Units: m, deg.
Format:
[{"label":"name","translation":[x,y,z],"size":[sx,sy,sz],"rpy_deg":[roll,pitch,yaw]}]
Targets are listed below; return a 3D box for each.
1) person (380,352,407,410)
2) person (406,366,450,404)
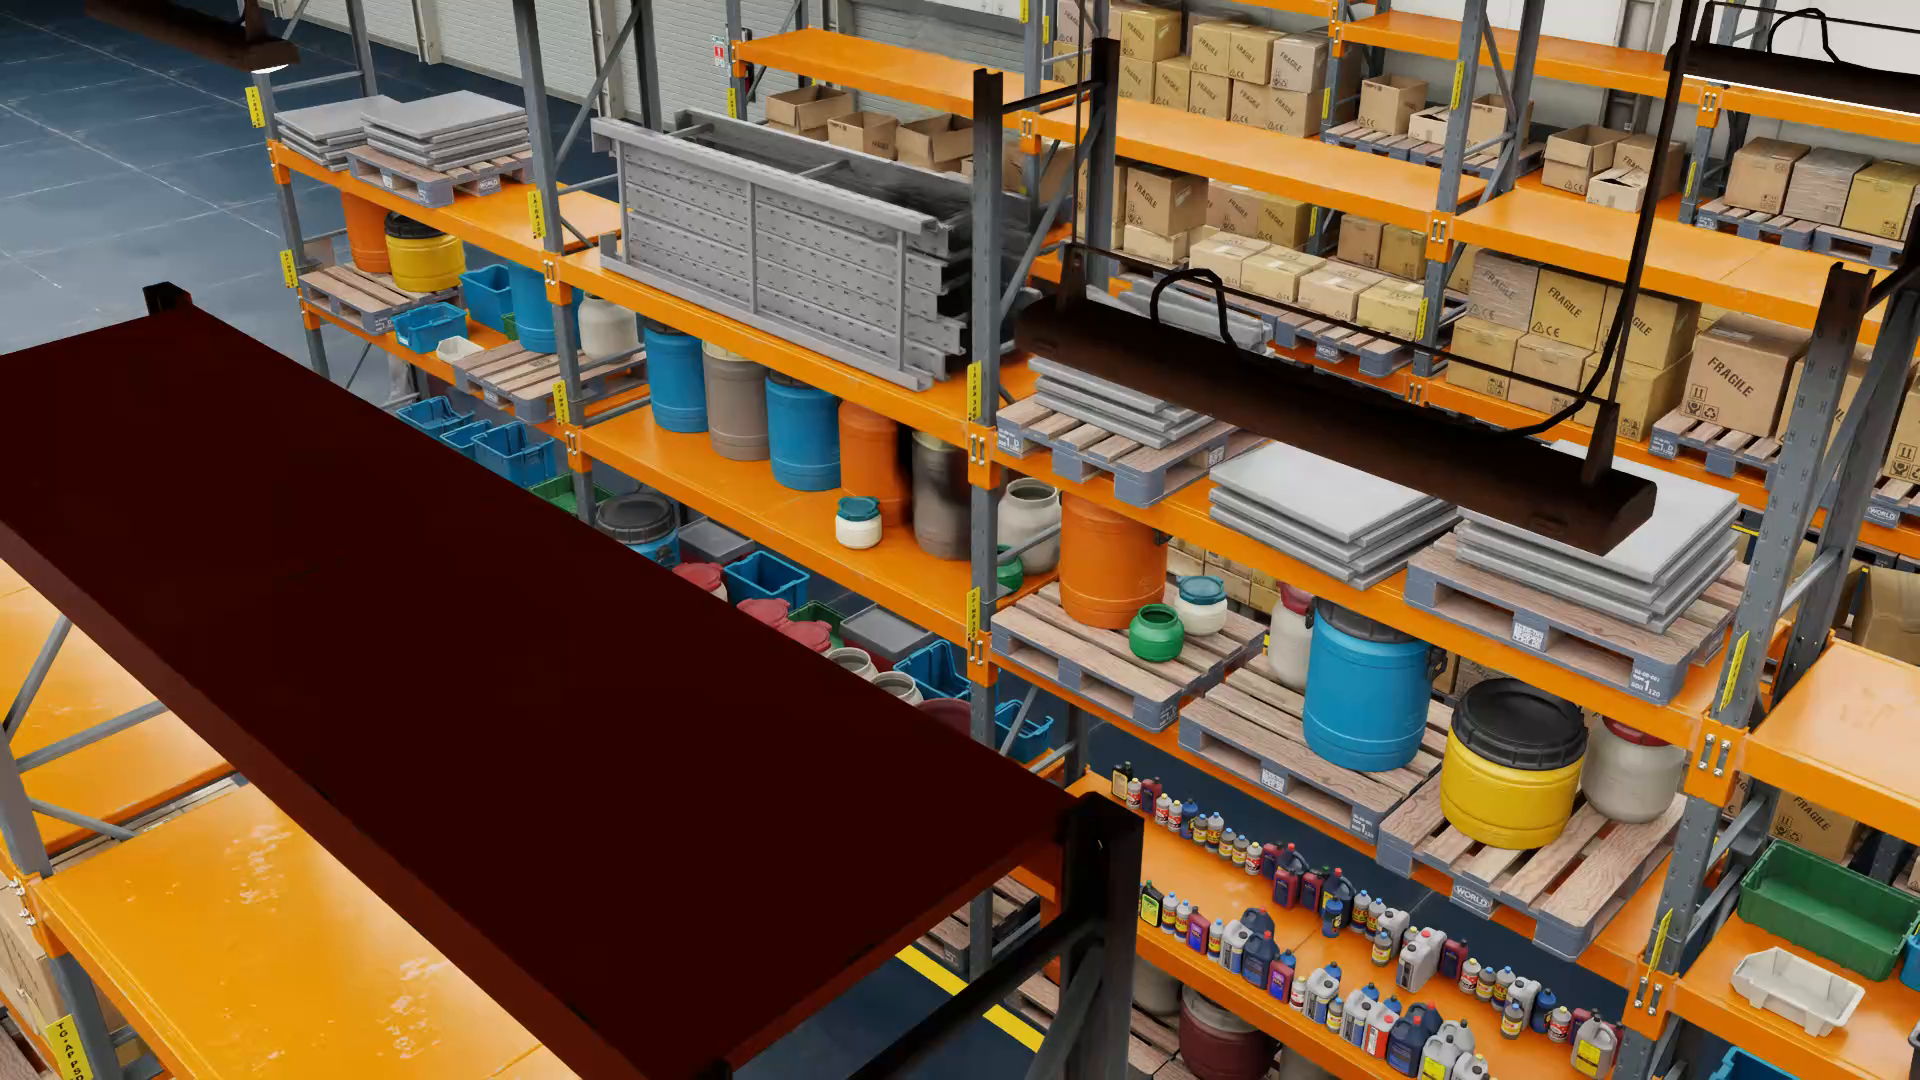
[{"label":"person","translation":[-6.159,-2.388,18.674],"size":[0.983,1.814,0.672],"rpy_deg":[-9,31,-16]},{"label":"person","translation":[-5.325,-1.278,16.762],"size":[0.578,1.745,0.744],"rpy_deg":[8,30,14]}]
